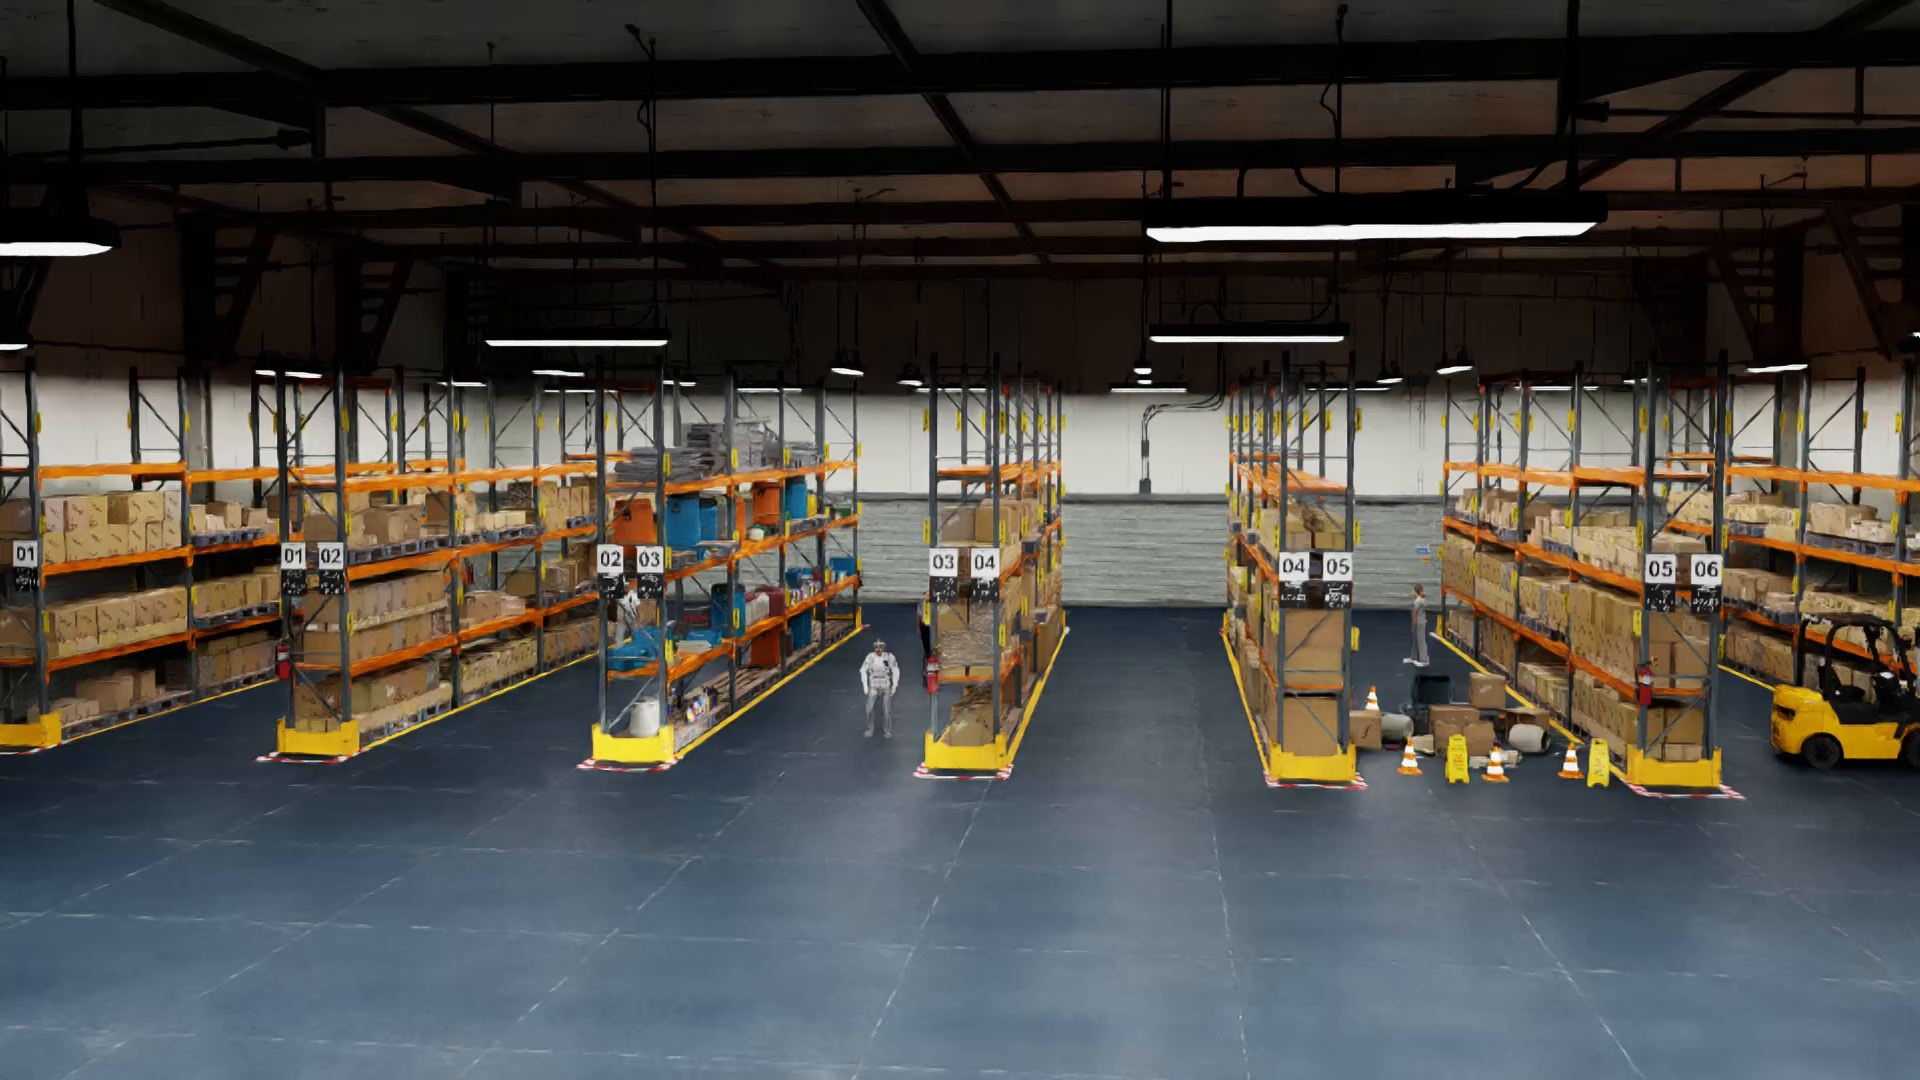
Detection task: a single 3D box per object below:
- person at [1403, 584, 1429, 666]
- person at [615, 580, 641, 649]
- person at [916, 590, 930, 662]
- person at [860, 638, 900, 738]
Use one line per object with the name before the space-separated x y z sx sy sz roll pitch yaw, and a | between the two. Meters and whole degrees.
person | 9.400 1.741 34.231 0.577 1.648 0.582 2 5 27
person | -7.033 1.658 35.213 0.540 1.676 1.130 0 4 4
person | -0.657 1.847 34.110 0.479 1.462 1.080 1 4 9
person | -1.268 2.332 26.371 0.639 1.628 0.512 0 4 5
